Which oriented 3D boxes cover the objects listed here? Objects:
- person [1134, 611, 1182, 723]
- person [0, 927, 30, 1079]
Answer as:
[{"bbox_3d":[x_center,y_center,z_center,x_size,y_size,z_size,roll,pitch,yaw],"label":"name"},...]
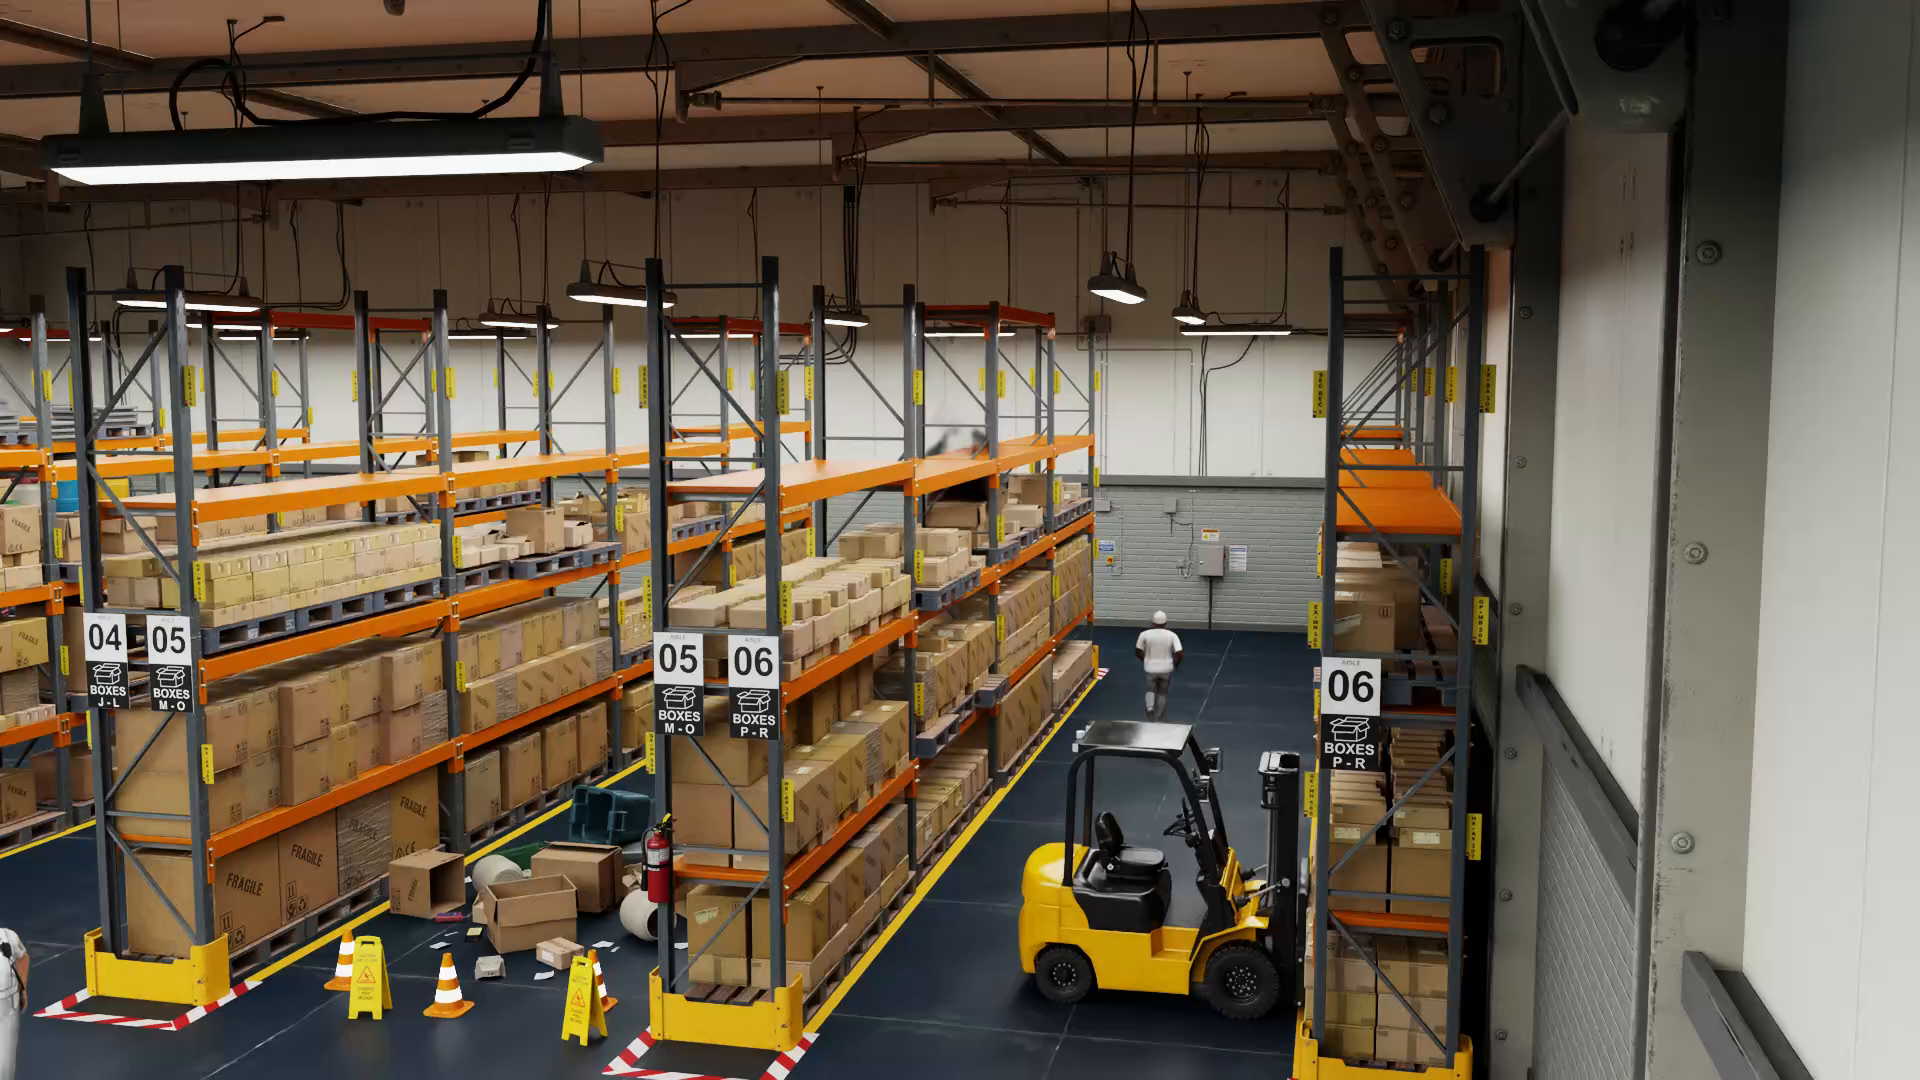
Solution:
[{"bbox_3d":[2.865,1.880,24.016,0.686,1.722,0.589,1,6,10],"label":"person"},{"bbox_3d":[-6.618,3.212,11.276,0.619,1.637,0.747,-5,8,-40],"label":"person"}]
